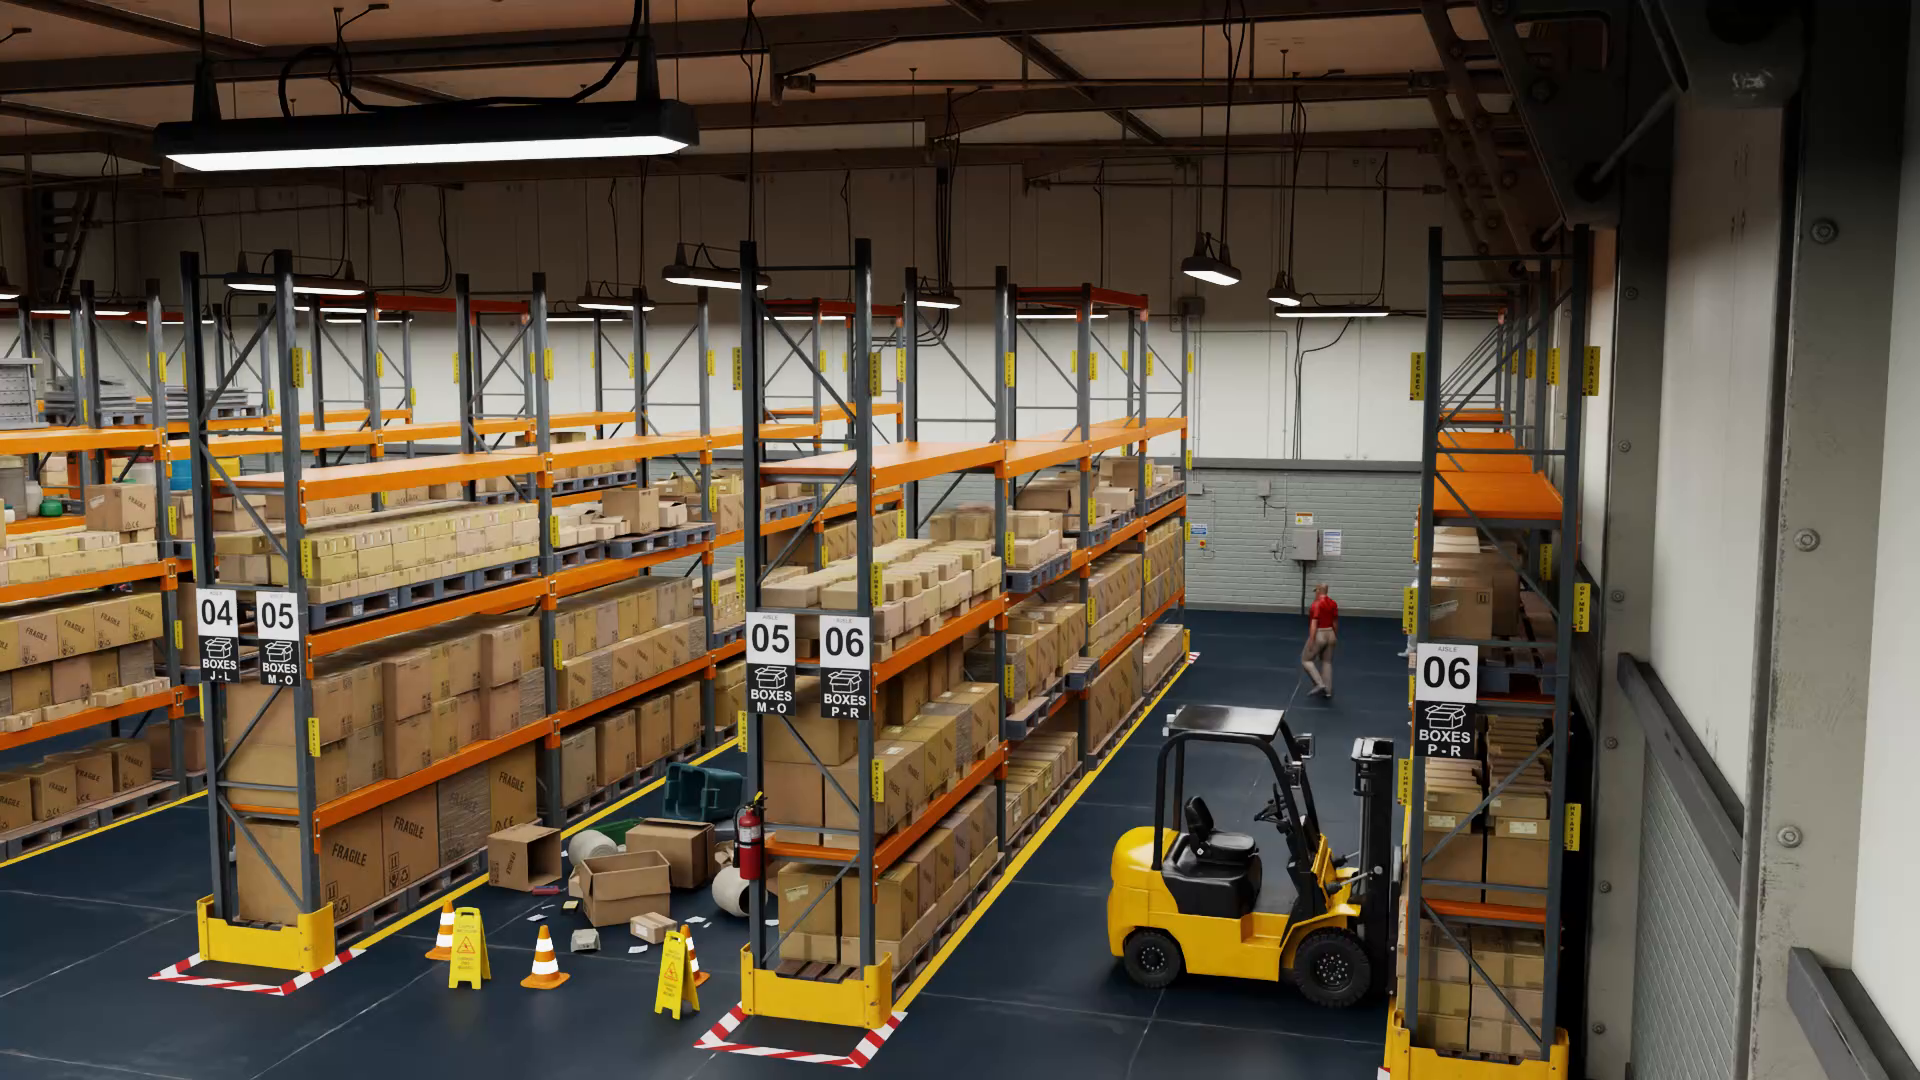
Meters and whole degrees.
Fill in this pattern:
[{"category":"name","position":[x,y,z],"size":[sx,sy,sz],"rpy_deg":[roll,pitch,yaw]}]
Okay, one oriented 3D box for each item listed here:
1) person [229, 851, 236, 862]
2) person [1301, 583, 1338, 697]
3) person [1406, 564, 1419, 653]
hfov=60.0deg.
[{"category":"person","position":[-7.212,2.397,17.131],"size":[0.558,1.671,1.110],"rpy_deg":[4,8,31]},{"category":"person","position":[5.464,1.503,25.074],"size":[0.579,1.726,0.458],"rpy_deg":[-4,7,-31]},{"category":"person","position":[7.976,1.160,28.271],"size":[0.738,1.570,0.502],"rpy_deg":[1,7,11]}]
